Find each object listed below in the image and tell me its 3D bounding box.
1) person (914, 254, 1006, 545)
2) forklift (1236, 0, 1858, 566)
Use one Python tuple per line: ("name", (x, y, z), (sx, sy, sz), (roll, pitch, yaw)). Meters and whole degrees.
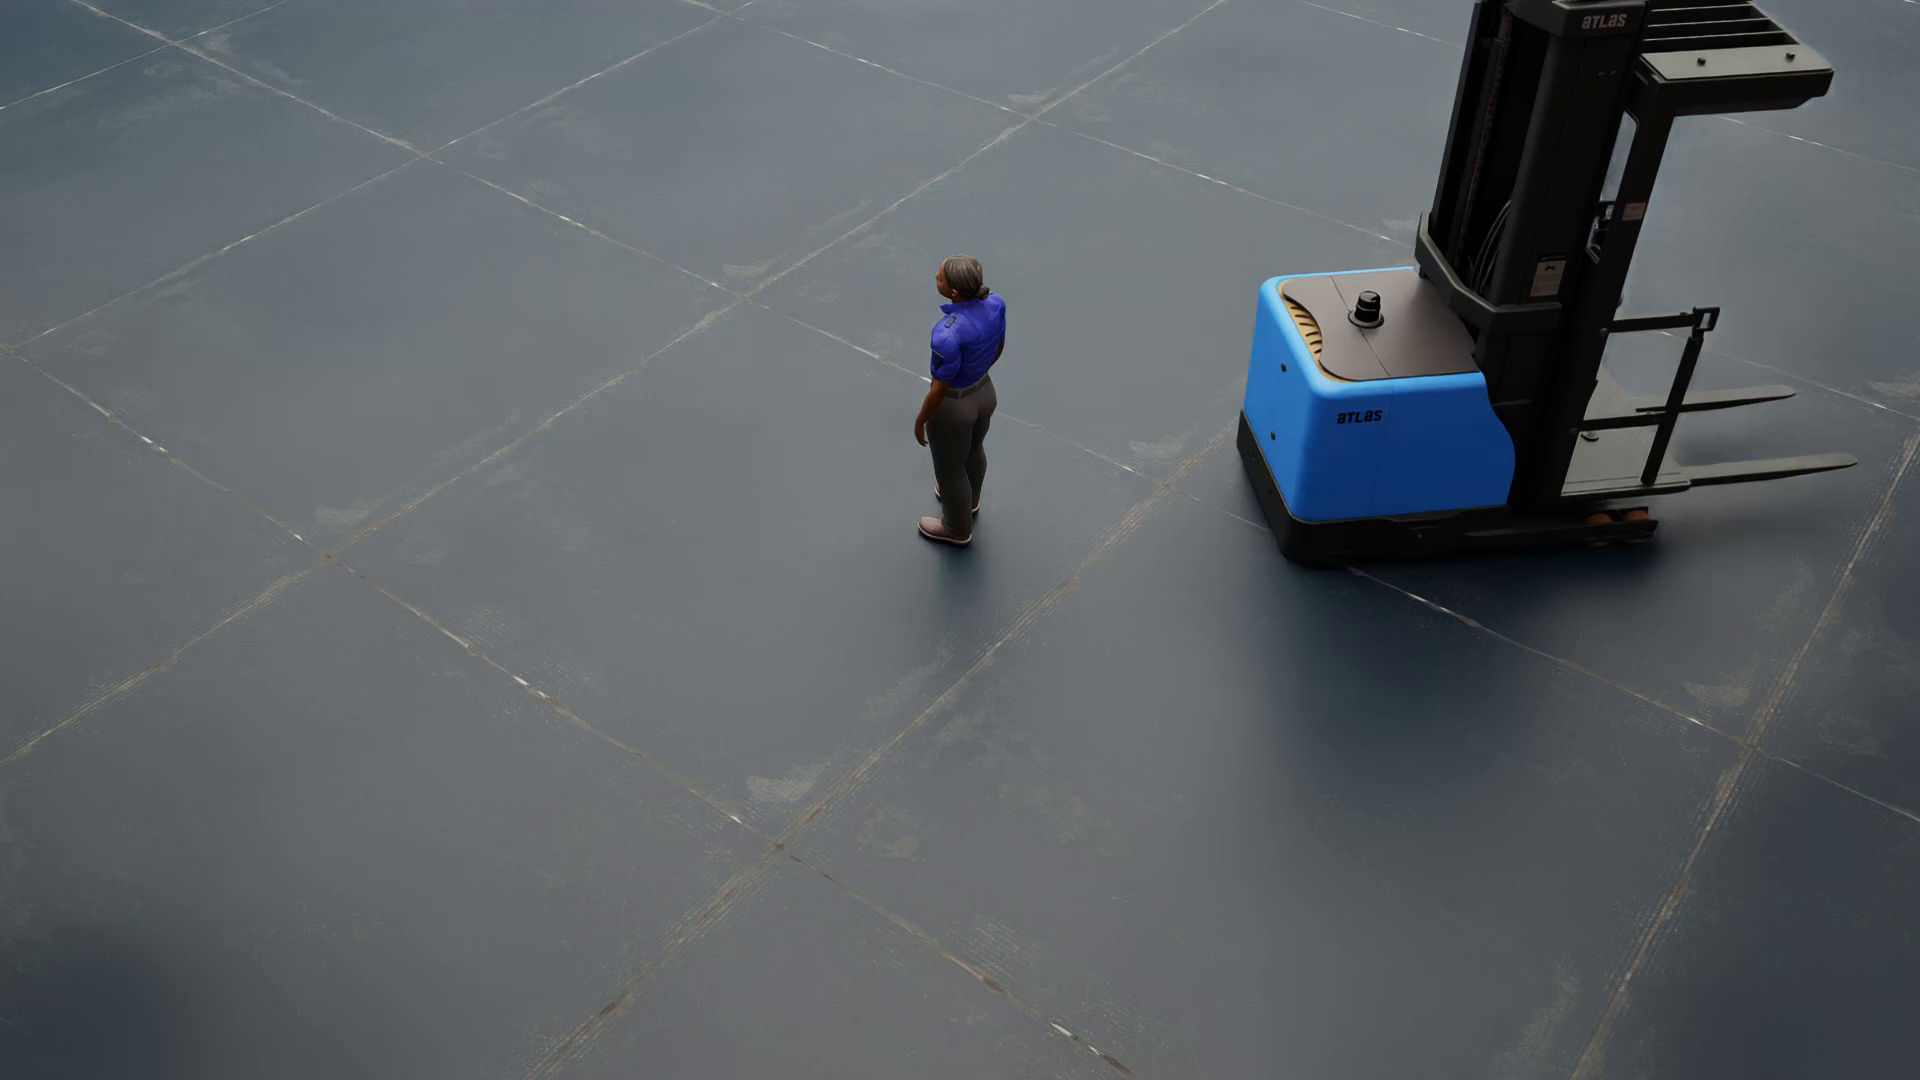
("person", (-0.057, -0.680, 7.844), (0.504, 1.655, 0.569), (26, 47, 28))
("forklift", (3.023, -1.419, 7.738), (3.031, 2.935, 1.130), (-5, 41, -6))
